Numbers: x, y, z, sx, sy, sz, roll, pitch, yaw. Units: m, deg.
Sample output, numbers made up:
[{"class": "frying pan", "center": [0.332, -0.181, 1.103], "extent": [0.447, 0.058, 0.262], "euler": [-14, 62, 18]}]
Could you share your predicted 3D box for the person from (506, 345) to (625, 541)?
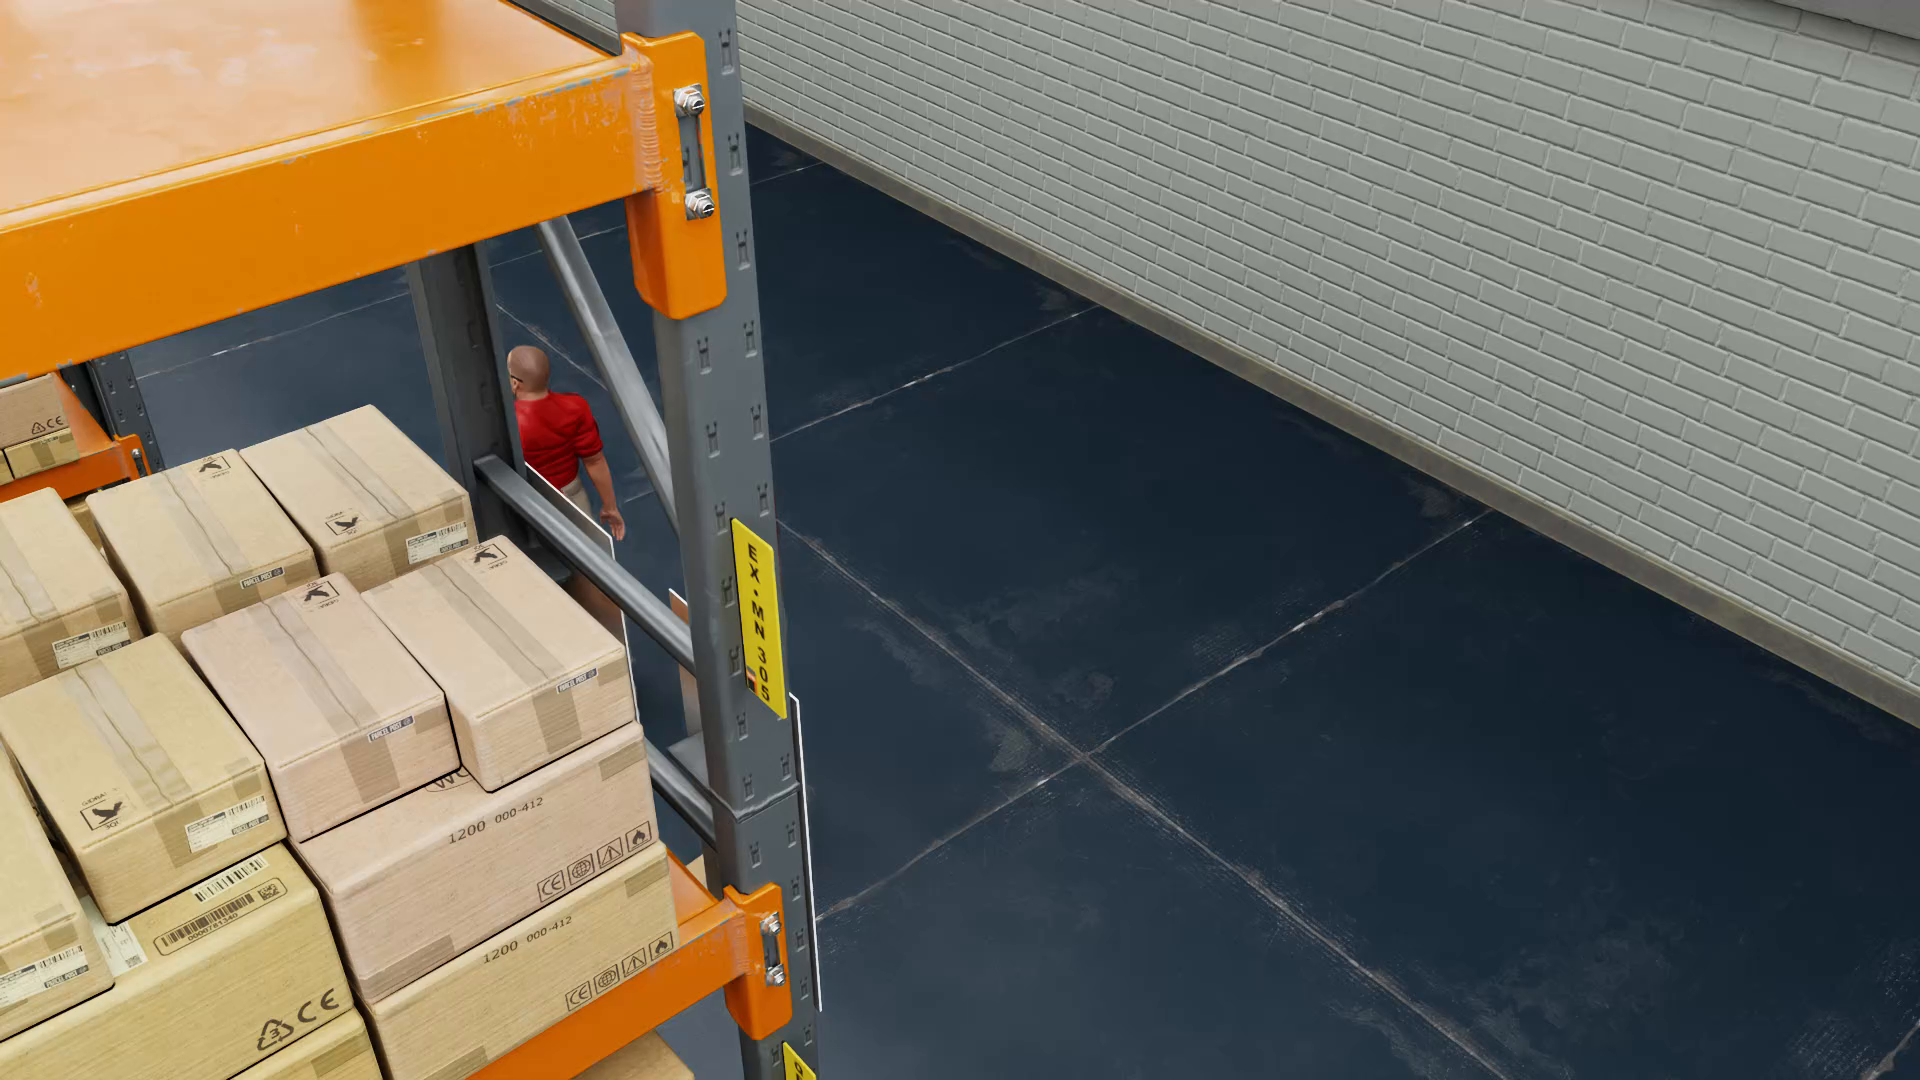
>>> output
[{"class": "person", "center": [-1.842, -0.122, 7.273], "extent": [1.072, 1.668, 0.568], "euler": [25, 42, 30]}]
